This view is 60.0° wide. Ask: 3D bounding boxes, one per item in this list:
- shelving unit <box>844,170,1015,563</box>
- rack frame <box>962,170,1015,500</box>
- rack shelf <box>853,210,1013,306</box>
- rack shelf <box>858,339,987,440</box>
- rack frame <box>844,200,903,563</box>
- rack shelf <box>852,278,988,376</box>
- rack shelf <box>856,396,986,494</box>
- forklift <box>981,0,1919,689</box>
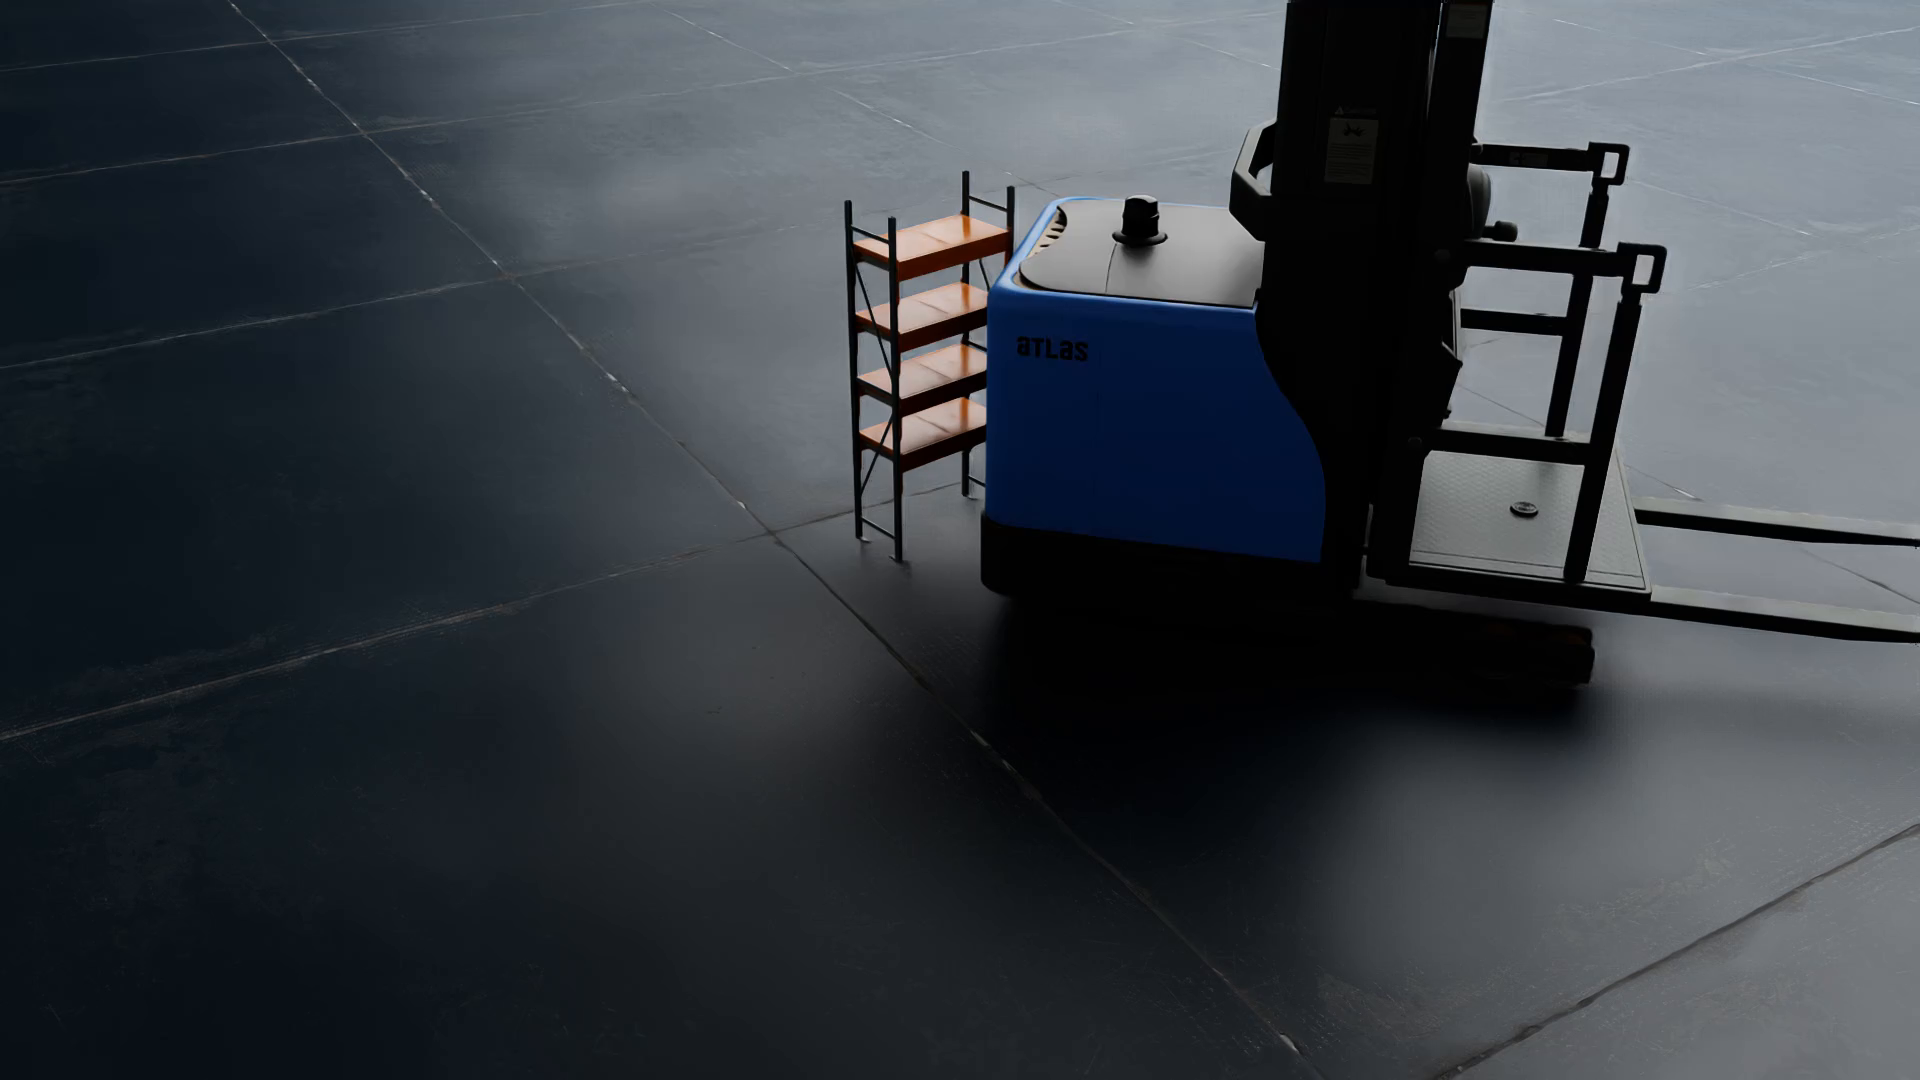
[{"bbox_3d":[-0.093,-0.569,5.540,0.503,1.200,0.258,-23,36,-35],"label":"shelving unit"},{"bbox_3d":[0.091,-0.646,5.679,0.015,1.200,0.240,-23,36,-35],"label":"rack frame"},{"bbox_3d":[-0.093,-0.913,5.350,0.480,0.148,0.258,-23,36,-35],"label":"rack shelf"},{"bbox_3d":[-0.093,-0.510,5.572,0.480,0.148,0.258,-23,36,-35],"label":"rack shelf"},{"bbox_3d":[-0.278,-0.492,5.400,0.015,1.200,0.240,-23,36,-35],"label":"rack frame"},{"bbox_3d":[-0.093,-0.706,5.464,0.480,0.148,0.258,-23,36,-35],"label":"rack shelf"},{"bbox_3d":[-0.093,-0.336,5.668,0.480,0.148,0.258,-23,36,-35],"label":"rack shelf"},{"bbox_3d":[1.641,-1.125,4.756,3.031,2.935,1.130,7,30,12],"label":"forklift"}]
